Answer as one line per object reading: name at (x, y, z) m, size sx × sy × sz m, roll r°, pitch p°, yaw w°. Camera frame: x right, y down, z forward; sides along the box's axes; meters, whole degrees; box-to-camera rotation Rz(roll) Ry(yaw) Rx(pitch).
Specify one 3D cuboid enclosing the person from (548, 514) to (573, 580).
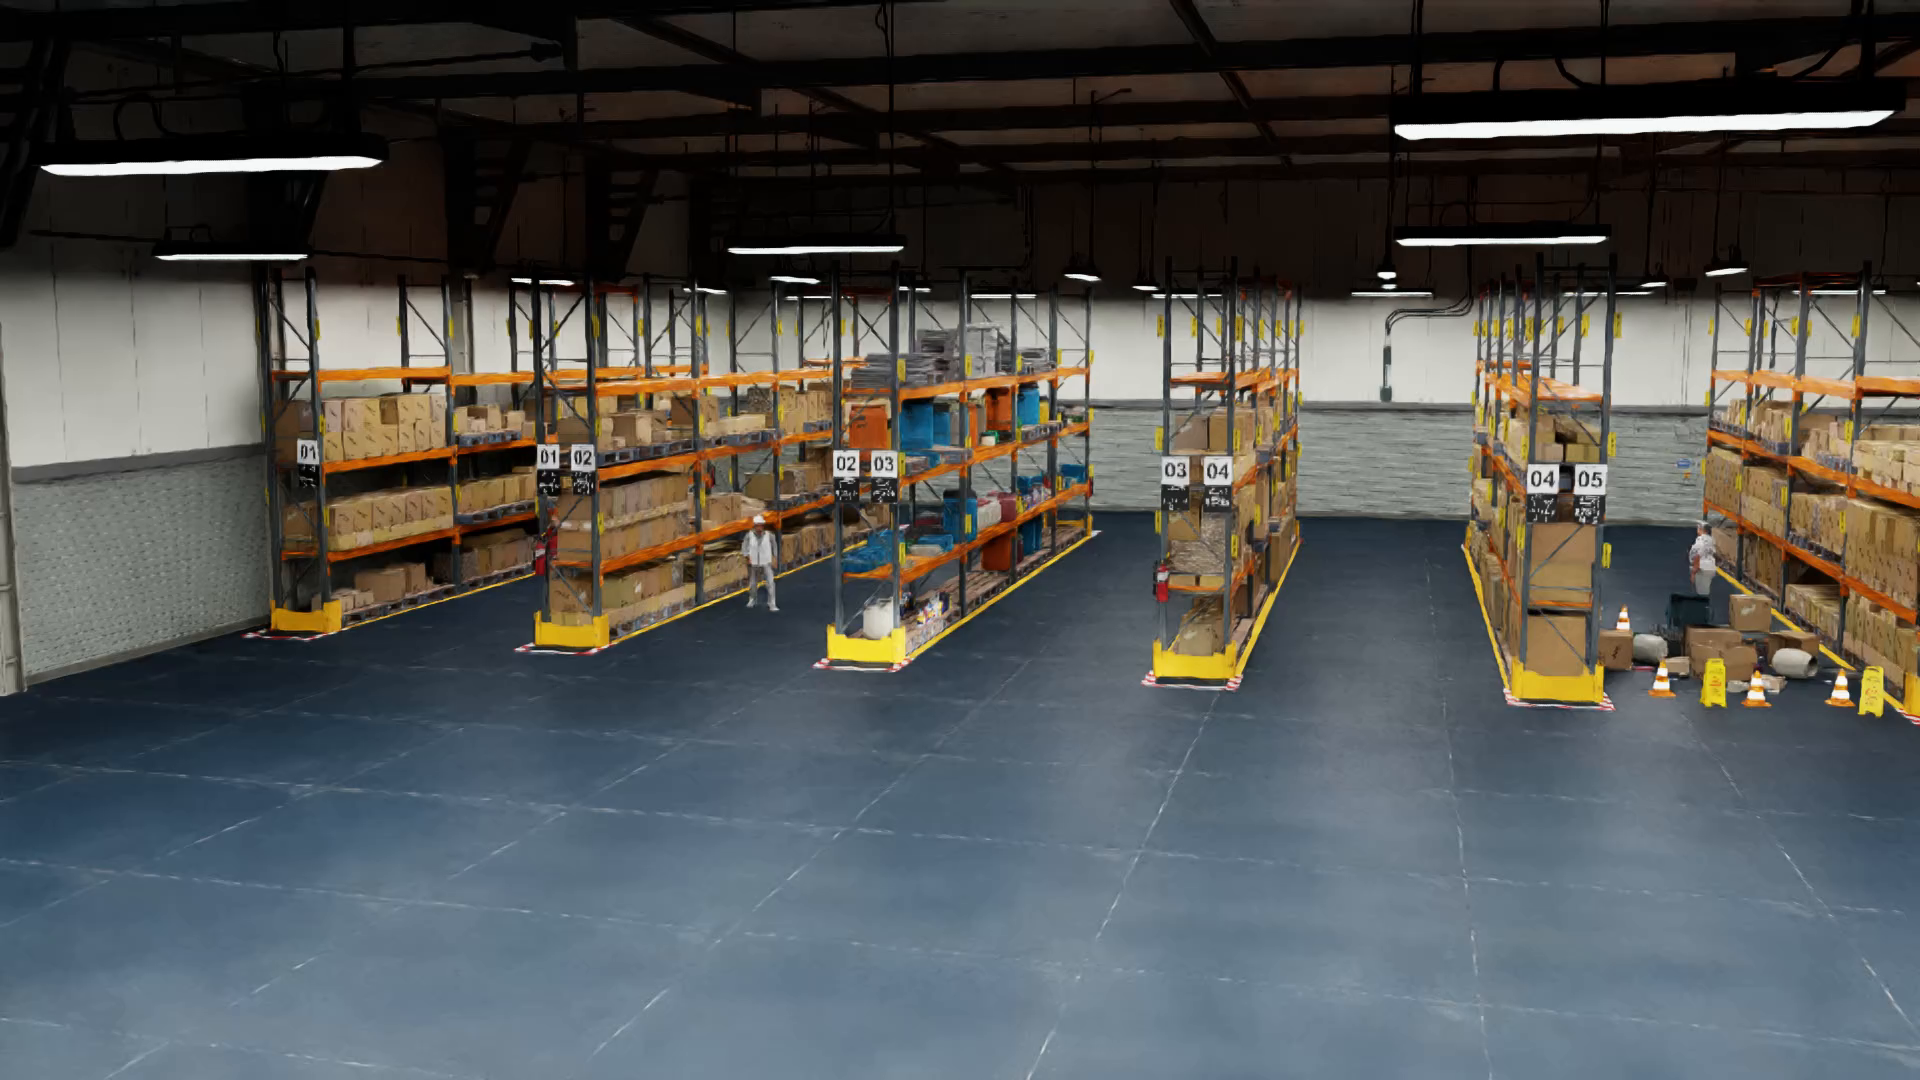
person at (-7.254, 0.356, 30.169) m, size 0.682 × 1.676 × 0.535 m, roll 2°, pitch 7°, yaw 12°

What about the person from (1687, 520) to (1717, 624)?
person at (12.574, 0.540, 28.271) m, size 0.586 × 1.748 × 0.653 m, roll 7°, pitch 10°, yaw 42°

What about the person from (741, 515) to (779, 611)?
person at (-3.566, 0.388, 29.695) m, size 0.674 × 1.716 × 0.841 m, roll 0°, pitch 7°, yaw -3°
